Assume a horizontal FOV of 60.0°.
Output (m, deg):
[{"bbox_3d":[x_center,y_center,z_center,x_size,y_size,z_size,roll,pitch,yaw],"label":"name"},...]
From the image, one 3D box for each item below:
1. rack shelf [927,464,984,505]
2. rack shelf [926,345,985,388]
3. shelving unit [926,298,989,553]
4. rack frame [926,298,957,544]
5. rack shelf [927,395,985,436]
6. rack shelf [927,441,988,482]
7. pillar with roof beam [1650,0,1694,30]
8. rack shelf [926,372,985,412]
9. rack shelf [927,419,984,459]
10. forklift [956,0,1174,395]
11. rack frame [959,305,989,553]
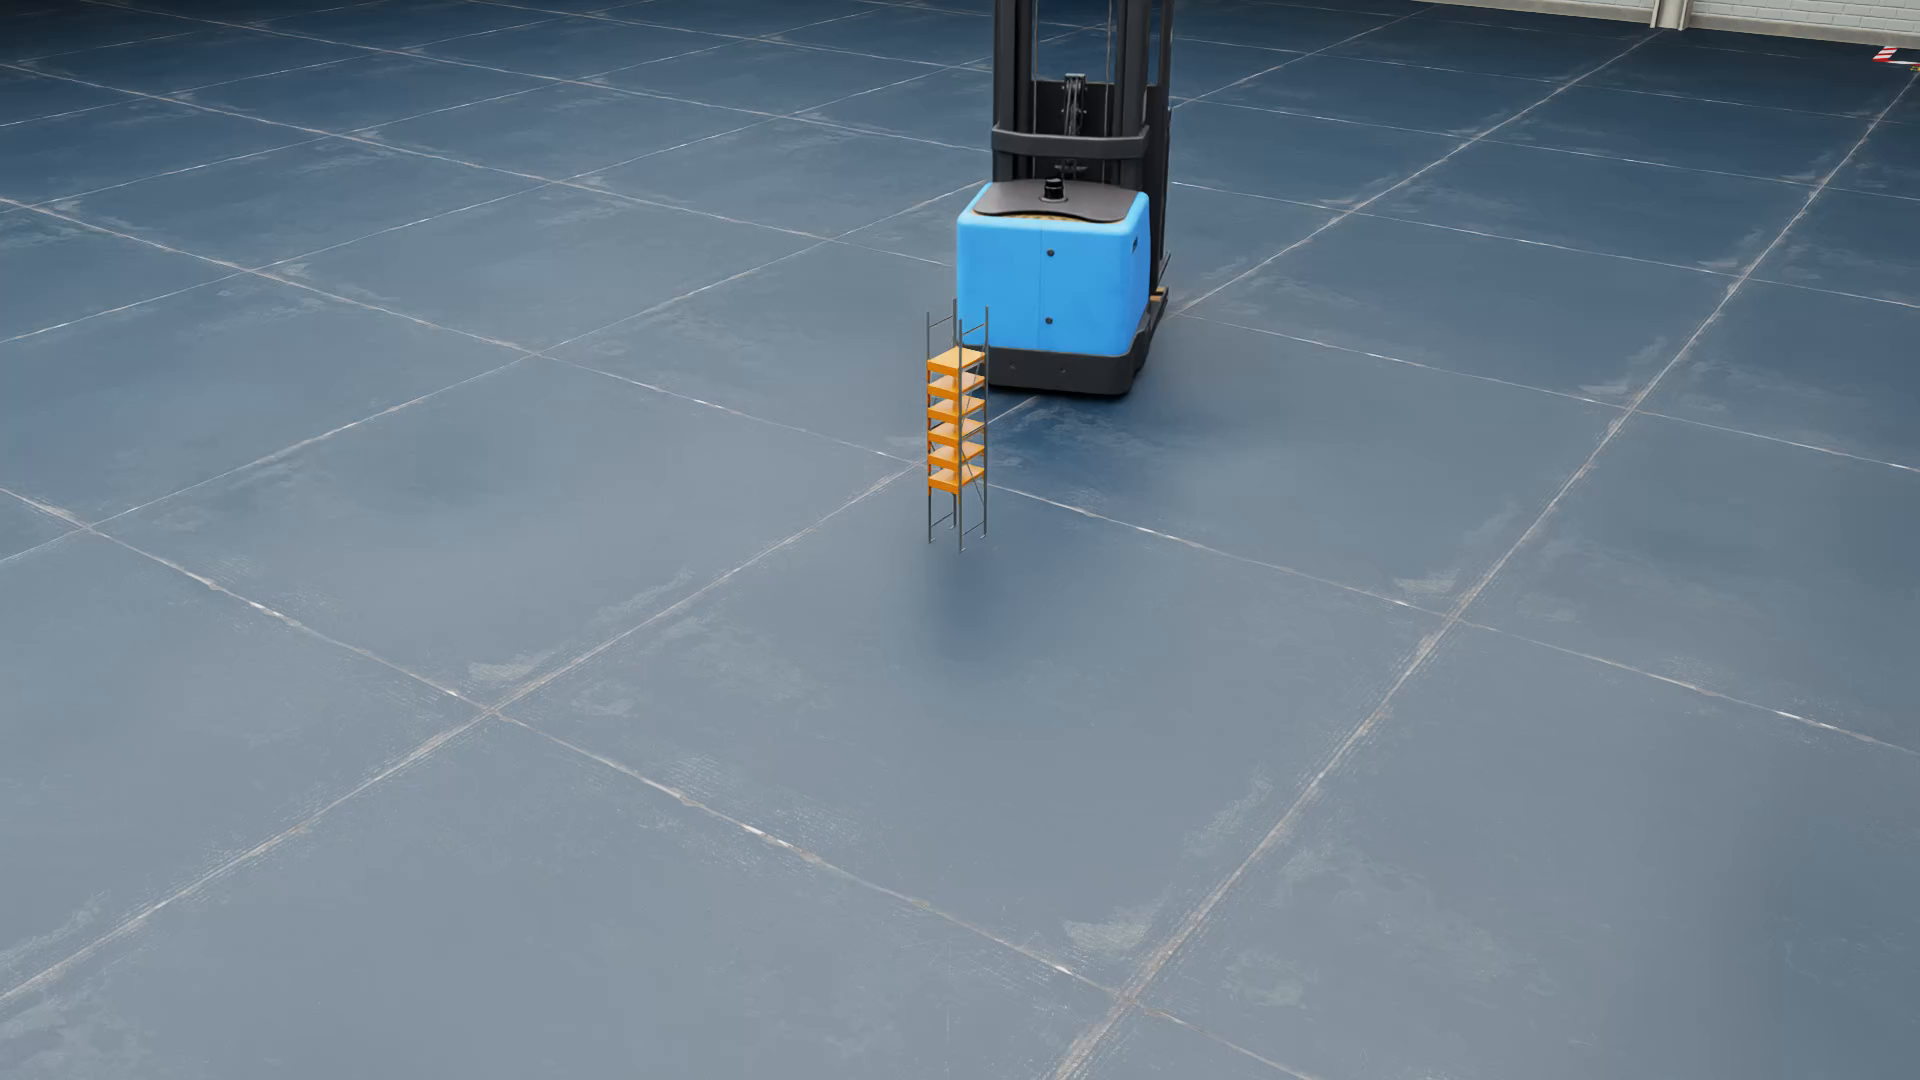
[{"bbox_3d":[-0.012,-0.285,8.114,0.180,0.103,0.258,17,32,30],"label":"rack shelf"},{"bbox_3d":[-0.012,-0.820,7.842,0.180,0.103,0.258,17,32,30],"label":"rack shelf"},{"bbox_3d":[-0.012,-0.538,7.985,0.189,1.200,0.258,17,32,30],"label":"shelving unit"},{"bbox_3d":[-0.087,-0.562,8.031,0.006,1.200,0.240,17,32,30],"label":"rack frame"},{"bbox_3d":[-0.012,-0.606,7.951,0.180,0.103,0.258,17,32,30],"label":"rack shelf"},{"bbox_3d":[-0.012,-0.392,8.060,0.180,0.103,0.258,17,32,30],"label":"rack shelf"},{"bbox_3d":[6.499,-8.866,15.749,0.400,9.000,9.100,17,32,30],"label":"pillar with roof beam"},{"bbox_3d":[-0.012,-0.713,7.896,0.180,0.103,0.258,17,32,30],"label":"rack shelf"},{"bbox_3d":[-0.012,-0.499,8.005,0.180,0.103,0.258,17,32,30],"label":"rack shelf"},{"bbox_3d":[0.802,-2.807,10.535,1.130,2.935,3.031,6,28,12],"label":"forklift"},{"bbox_3d":[0.063,-0.515,7.939,0.006,1.200,0.240,17,32,30],"label":"rack frame"}]
